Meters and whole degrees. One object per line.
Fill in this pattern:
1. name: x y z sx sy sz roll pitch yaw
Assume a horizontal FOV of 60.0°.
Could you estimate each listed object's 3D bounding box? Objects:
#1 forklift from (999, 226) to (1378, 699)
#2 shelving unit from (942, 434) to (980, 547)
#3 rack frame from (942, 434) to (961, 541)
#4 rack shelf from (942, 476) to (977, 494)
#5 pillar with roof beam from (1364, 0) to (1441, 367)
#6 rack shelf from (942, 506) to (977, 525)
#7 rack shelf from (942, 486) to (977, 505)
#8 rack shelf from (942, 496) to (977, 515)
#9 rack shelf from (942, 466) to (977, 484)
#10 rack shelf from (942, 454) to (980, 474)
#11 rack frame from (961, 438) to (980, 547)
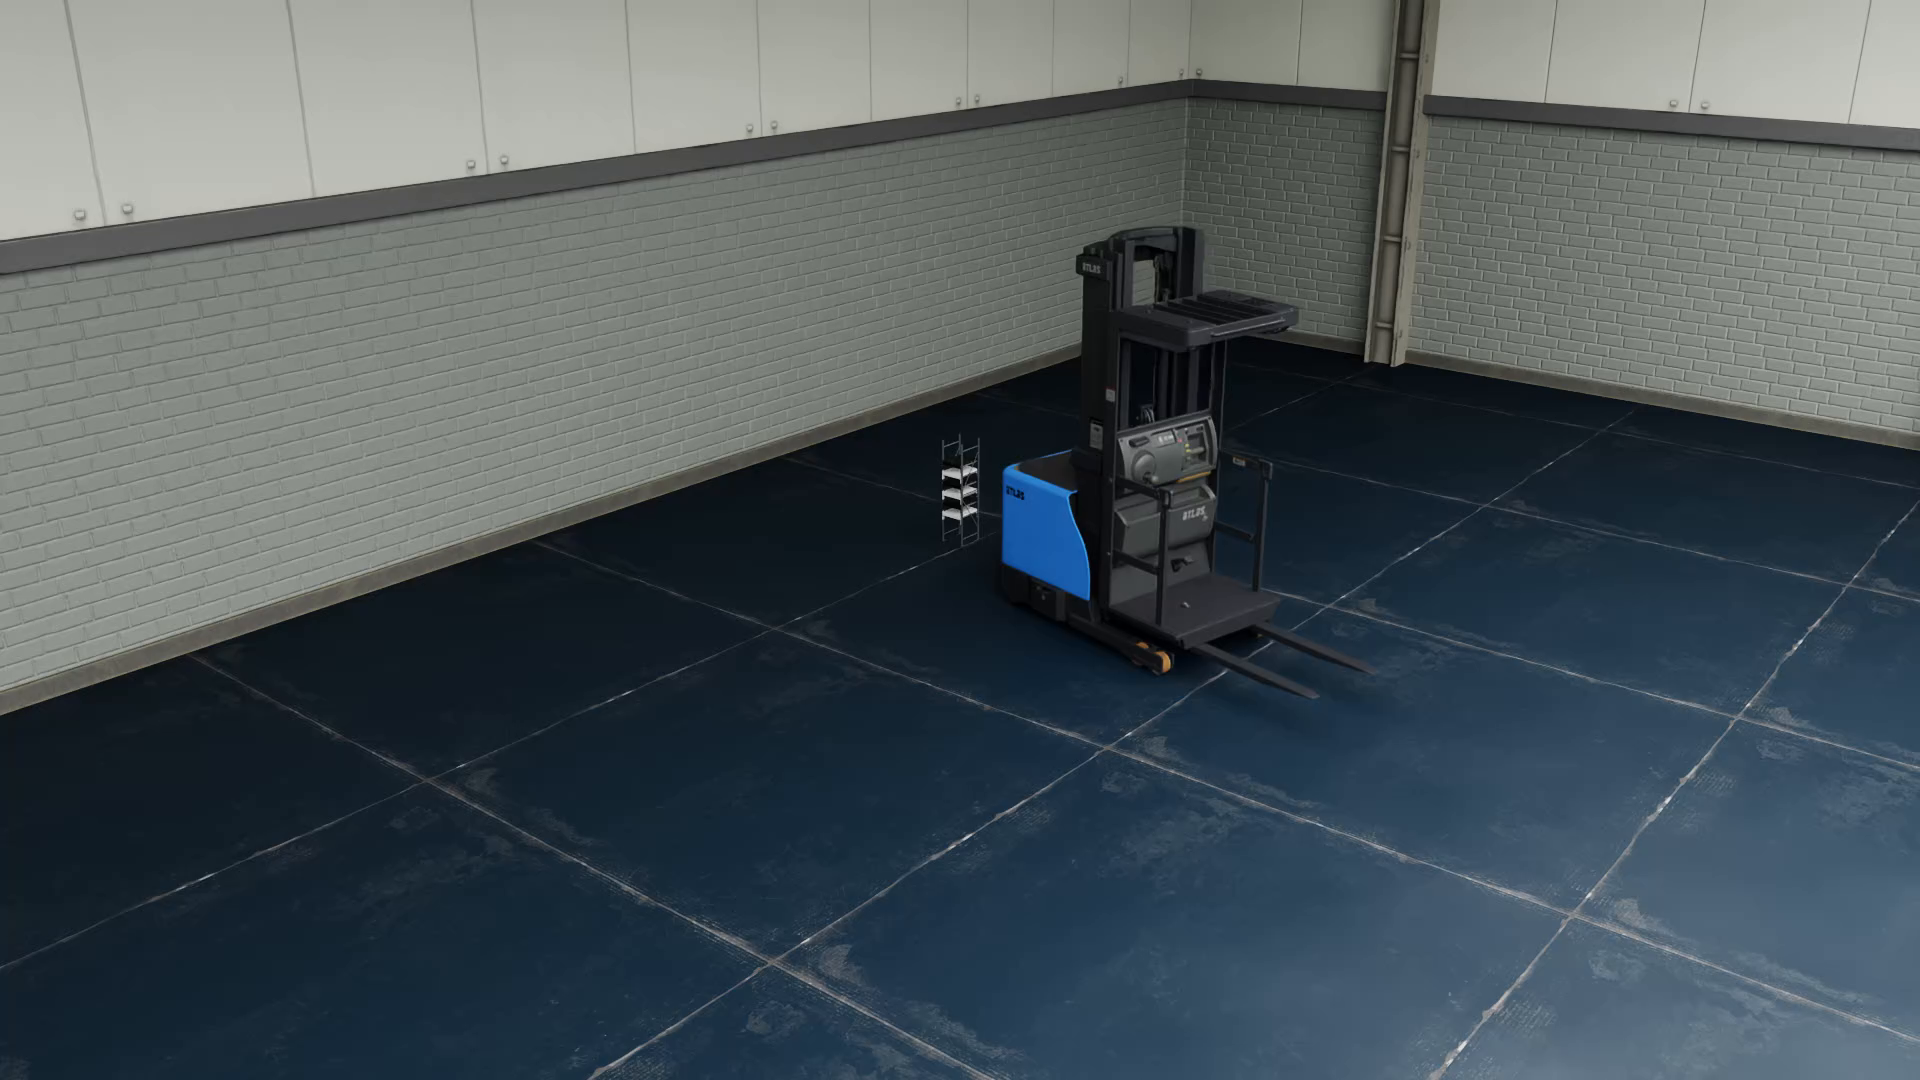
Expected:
1. forklift: 1.615 -0.624 11.671 1.130 2.935 3.031 -16 26 -36
2. shelving unit: 0.006 -0.419 14.007 0.210 0.900 0.258 16 26 36
3. rack frame: -0.072 -0.442 14.067 0.006 0.900 0.240 16 26 36
4. rack shelf: 0.006 -0.472 13.987 0.200 0.077 0.258 16 26 36
5. pillar with roof beam: 2.331 -5.154 15.085 0.400 9.000 9.100 16 26 36
6. rack shelf: 0.006 -0.220 14.082 0.200 0.077 0.258 16 26 36
7. rack shelf: 0.006 -0.388 14.019 0.200 0.077 0.258 16 26 36
8. rack shelf: 0.006 -0.304 14.050 0.200 0.077 0.258 16 26 36
9. rack shelf: 0.006 -0.556 13.955 0.200 0.077 0.258 16 26 36
10. rack shelf: 0.006 -0.641 13.923 0.200 0.077 0.258 16 26 36
11. rack frame: 0.085 -0.397 13.947 0.006 0.900 0.240 16 26 36
